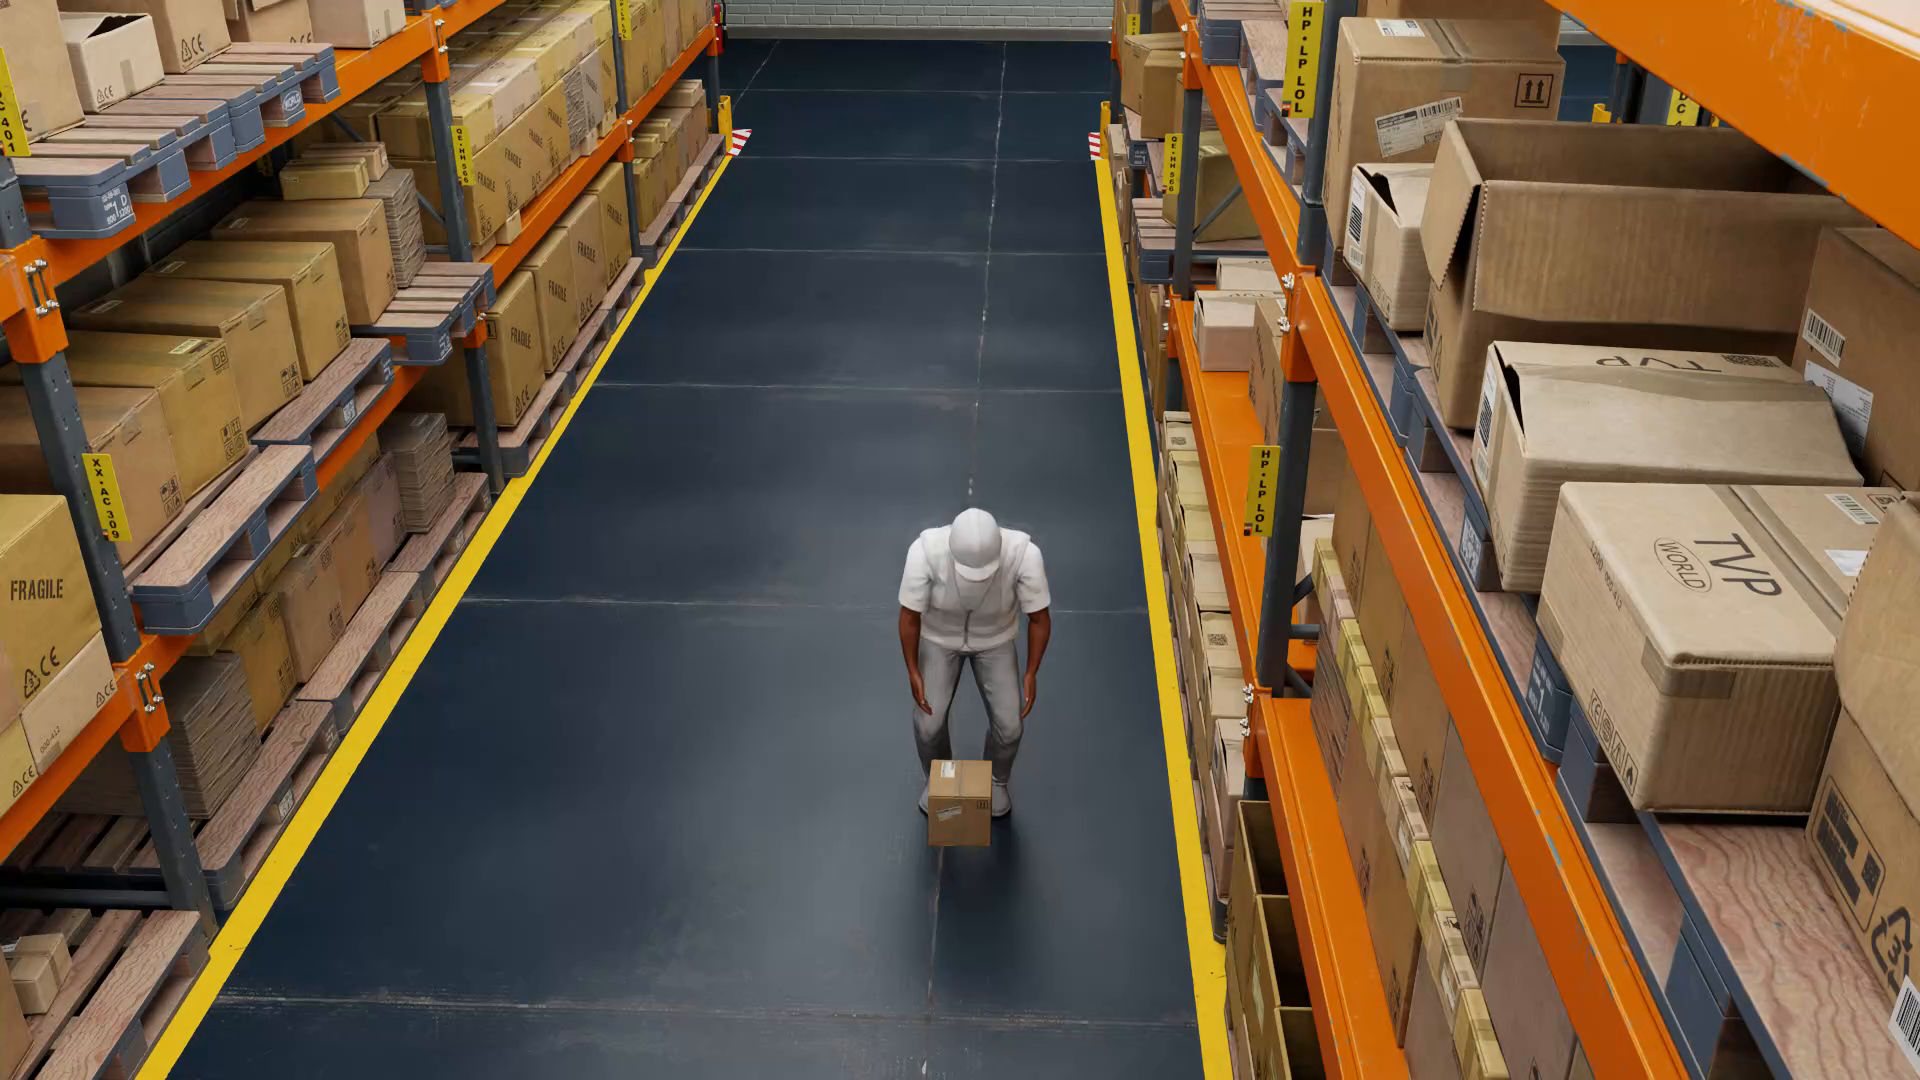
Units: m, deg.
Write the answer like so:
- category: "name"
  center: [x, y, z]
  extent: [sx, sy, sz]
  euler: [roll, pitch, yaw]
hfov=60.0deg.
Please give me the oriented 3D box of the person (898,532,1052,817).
- category: "person"
  center: [0.065, 0.514, 6.947]
  extent: [0.630, 1.462, 0.727]
  euler: [1, 28, 2]
